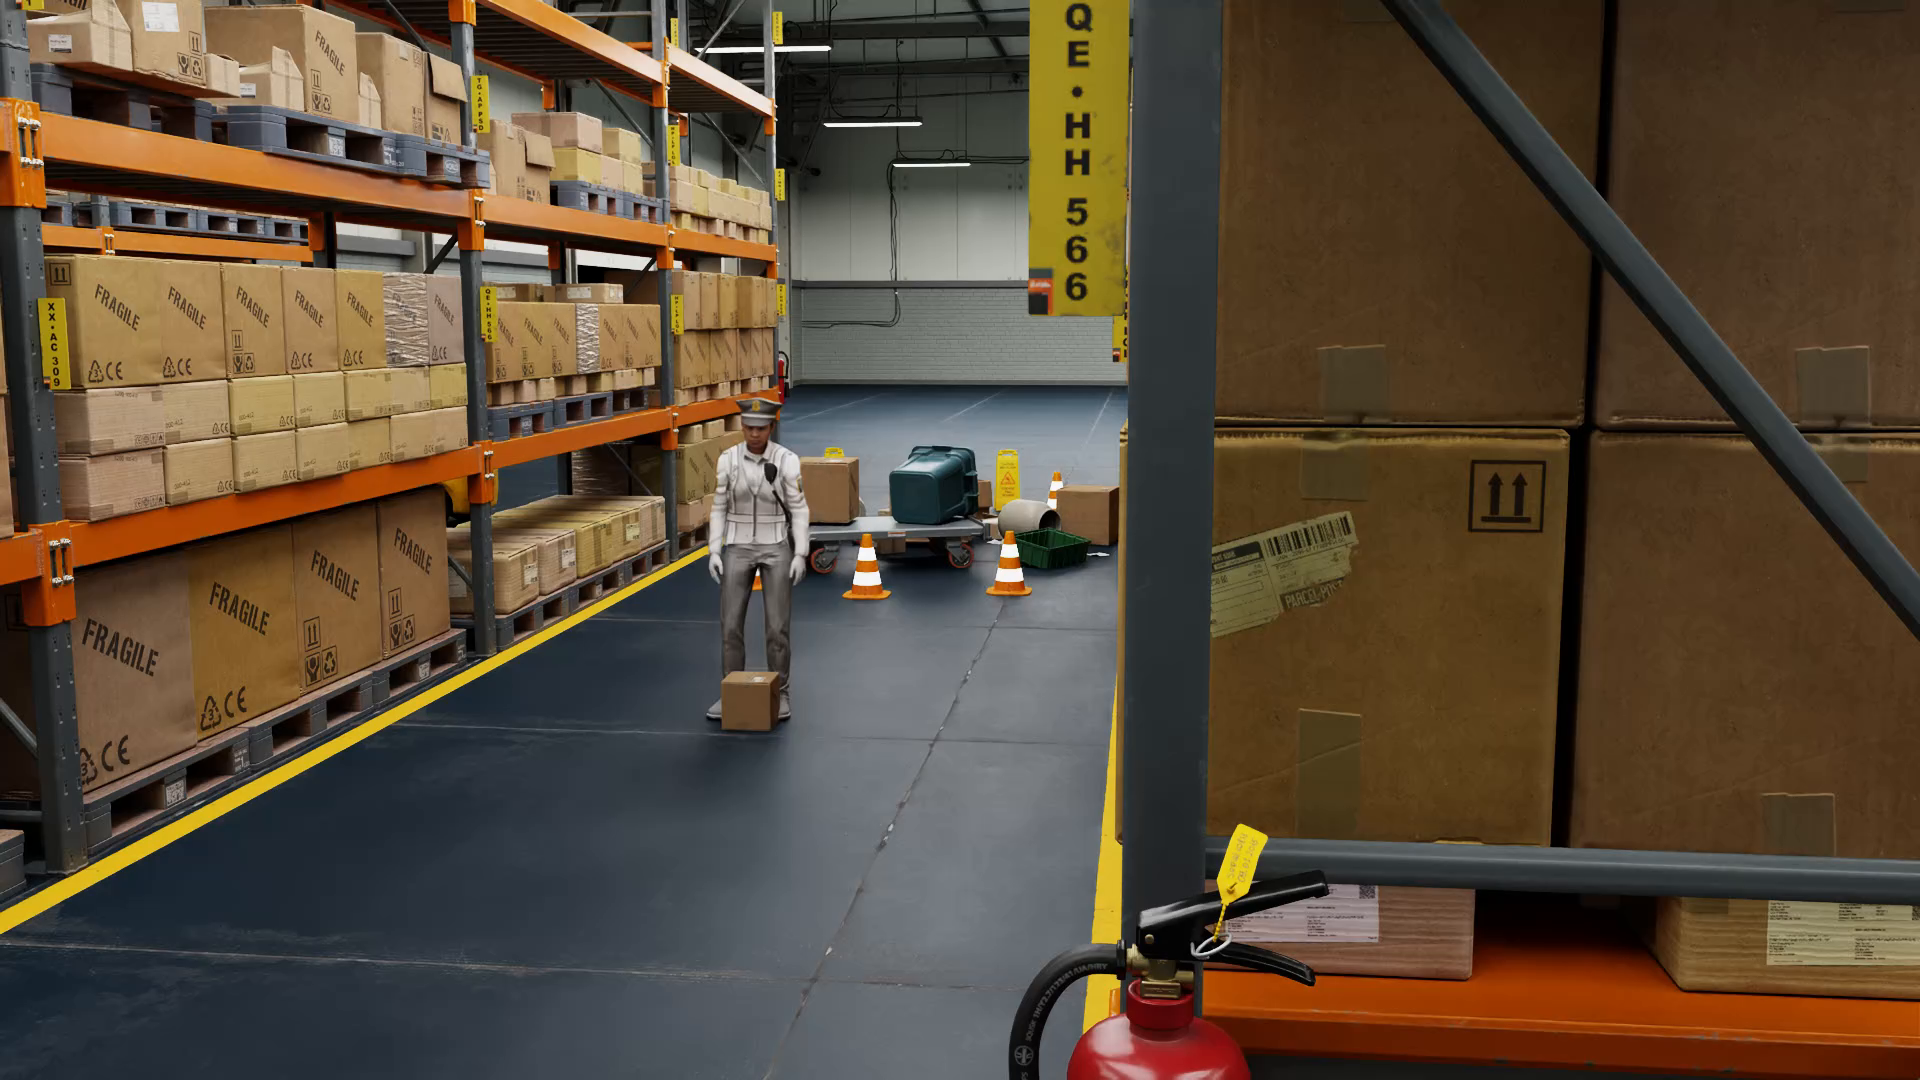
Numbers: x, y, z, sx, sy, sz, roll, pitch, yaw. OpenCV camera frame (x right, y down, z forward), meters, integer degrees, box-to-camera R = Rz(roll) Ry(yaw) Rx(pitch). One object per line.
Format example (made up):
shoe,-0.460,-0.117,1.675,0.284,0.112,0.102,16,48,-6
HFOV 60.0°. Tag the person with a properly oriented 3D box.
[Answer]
person,-1.054,0.090,8.626,0.516,1.661,0.375,0,8,4
